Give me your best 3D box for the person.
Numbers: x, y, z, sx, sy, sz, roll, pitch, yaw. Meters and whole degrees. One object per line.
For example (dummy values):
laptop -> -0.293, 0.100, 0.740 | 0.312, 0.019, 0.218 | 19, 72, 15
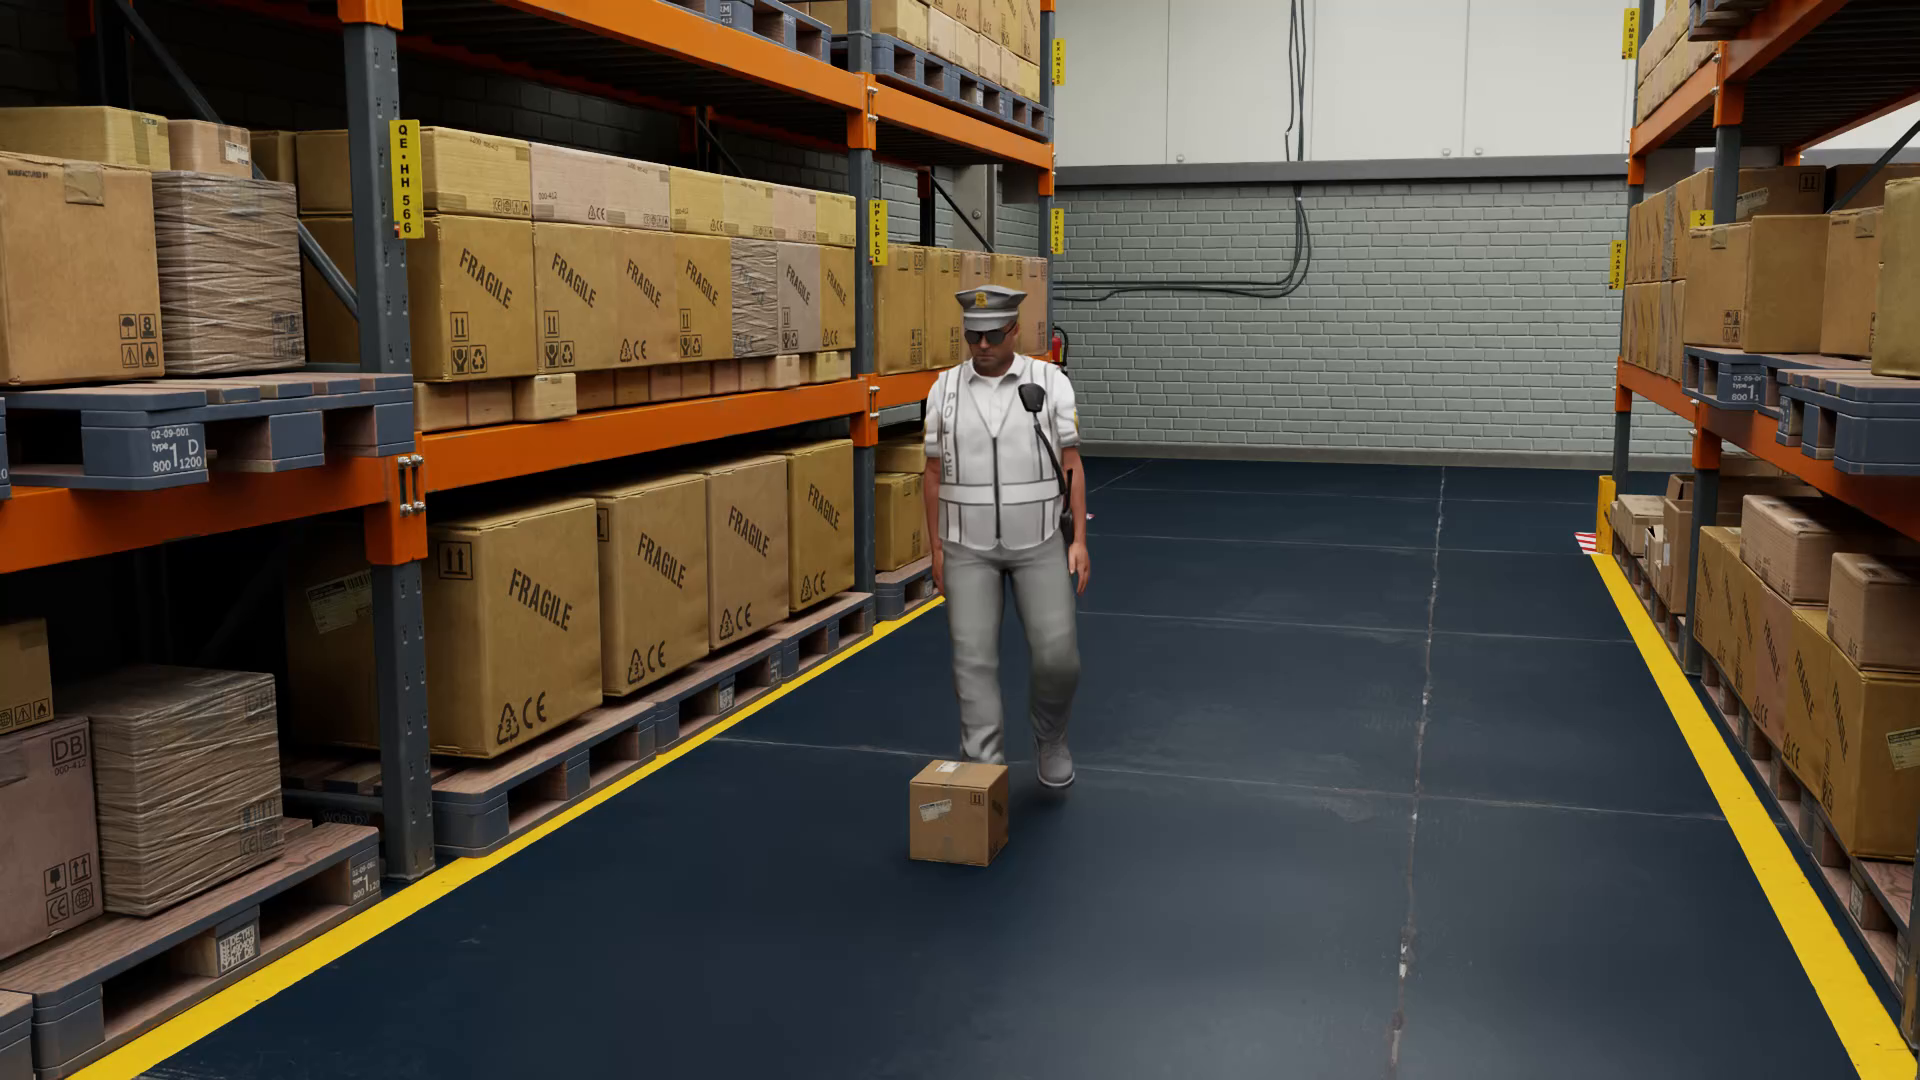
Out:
person -> 0.139, 0.043, 5.495 | 0.598, 1.770, 0.497 | 3, 9, 17
